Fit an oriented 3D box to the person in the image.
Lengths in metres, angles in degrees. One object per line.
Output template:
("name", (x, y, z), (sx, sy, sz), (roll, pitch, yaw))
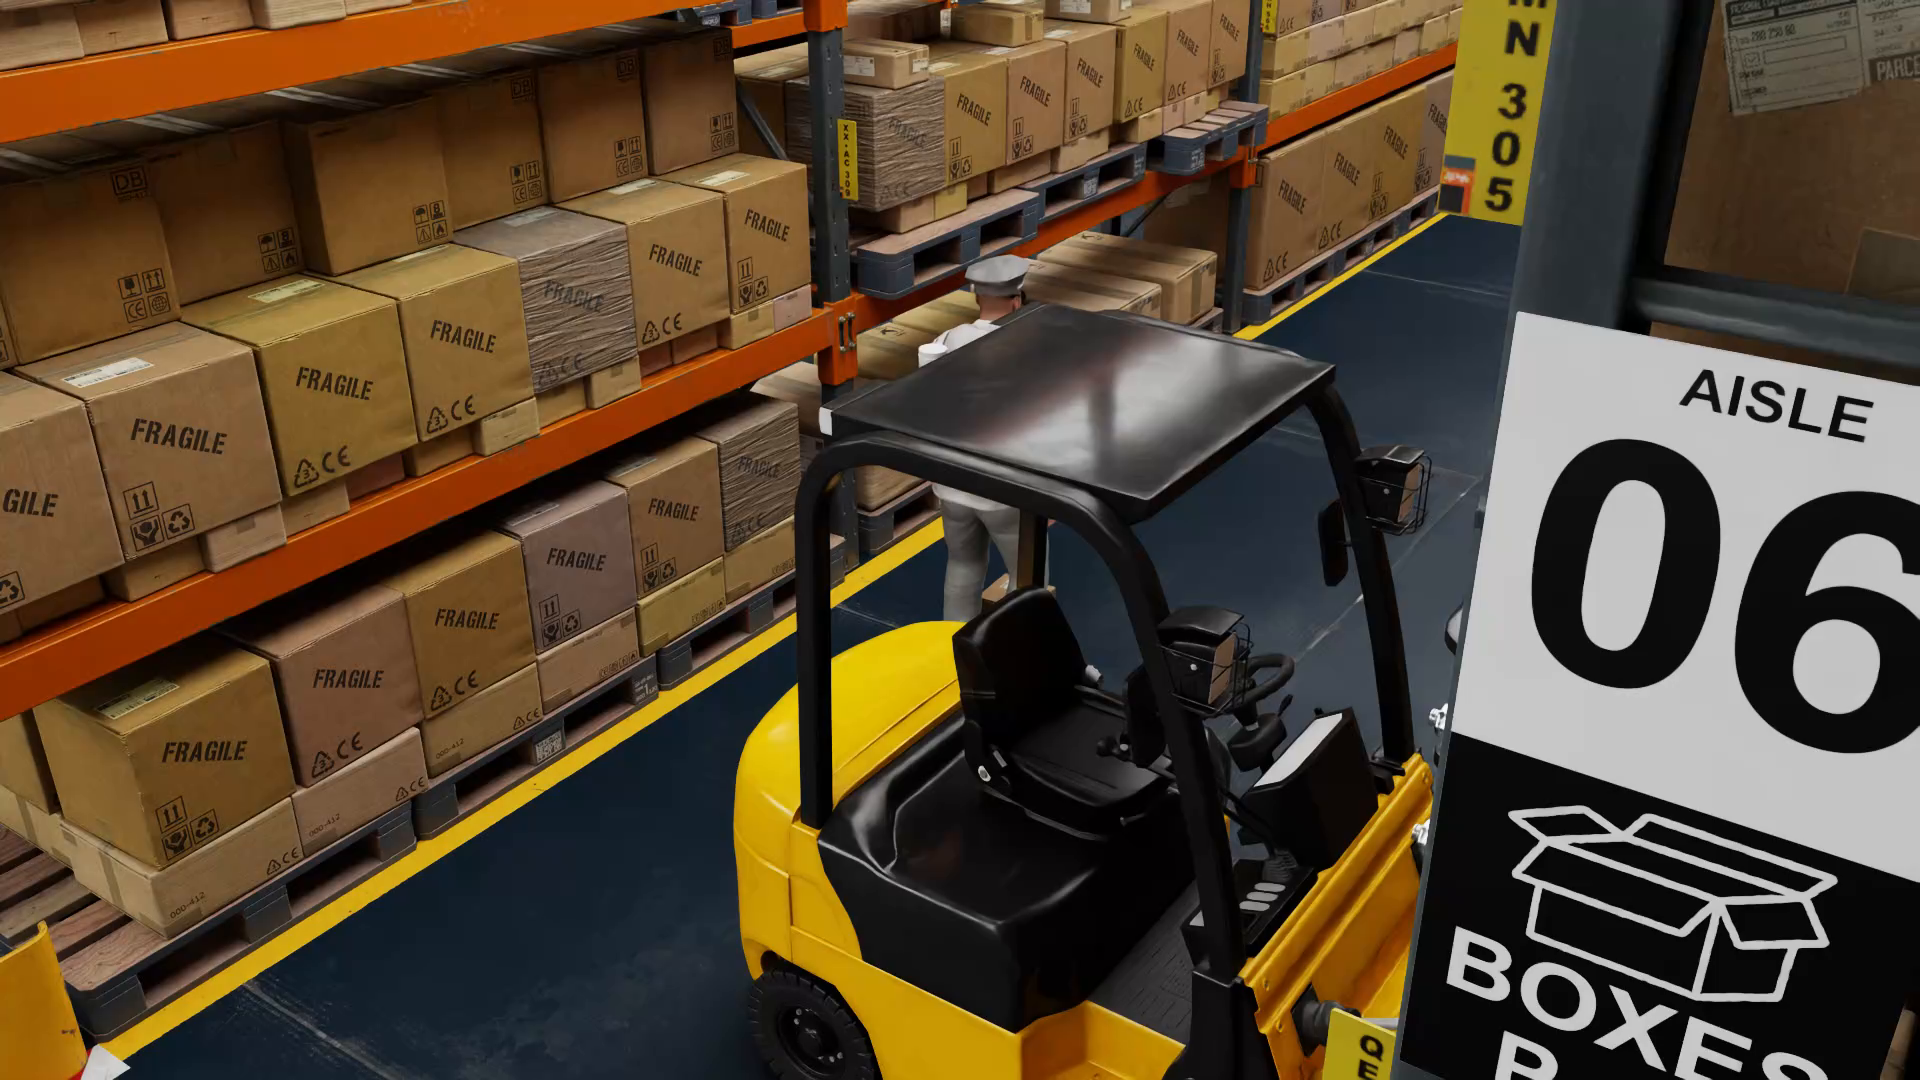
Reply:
("person", (0.123, -0.226, 6.559), (0.587, 1.745, 0.436), (15, 30, 27))
